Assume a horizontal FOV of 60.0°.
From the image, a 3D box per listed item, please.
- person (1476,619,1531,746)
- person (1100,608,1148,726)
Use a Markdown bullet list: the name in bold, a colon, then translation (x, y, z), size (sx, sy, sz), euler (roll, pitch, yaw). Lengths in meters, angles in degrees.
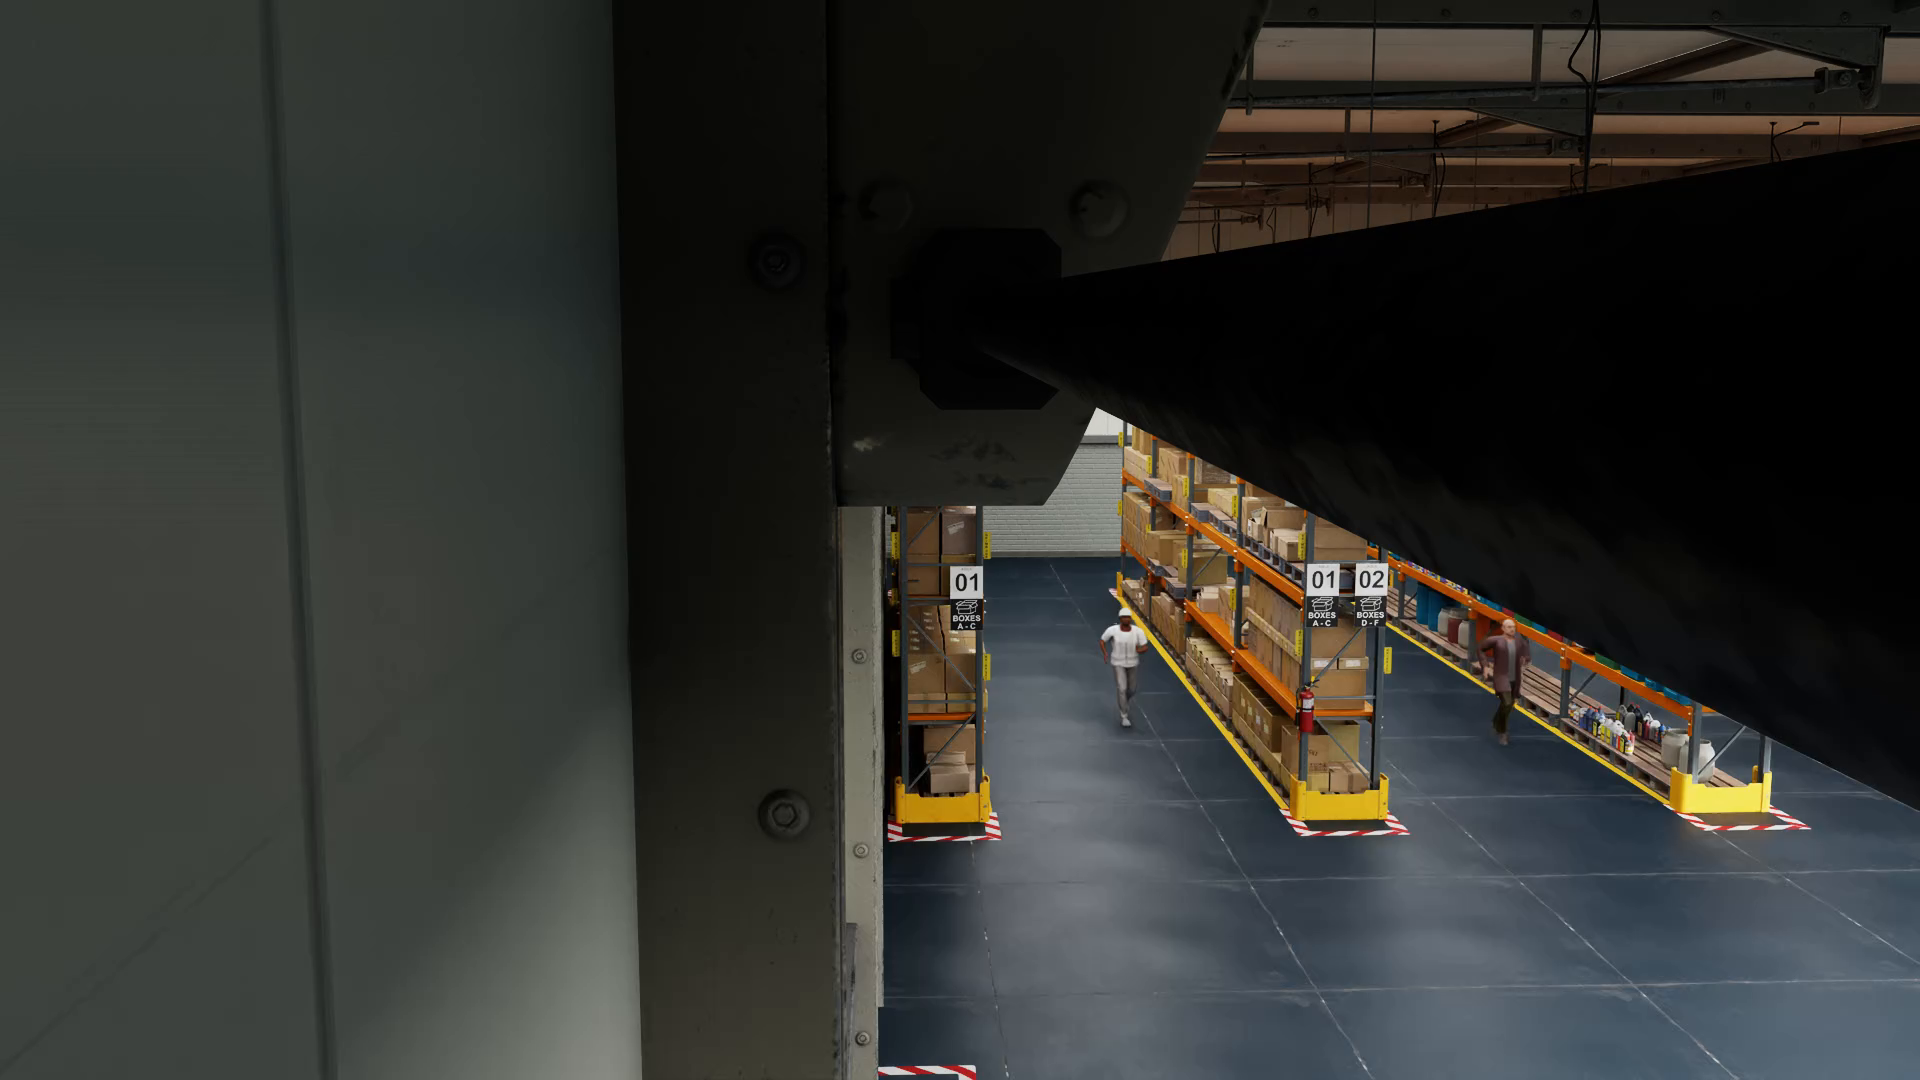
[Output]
- **person**: translation (7.956, 2.063, 24.234), size (0.675, 1.846, 0.829), euler (-2, 8, -13)
- **person**: translation (2.515, 1.899, 25.323), size (0.710, 1.747, 0.933), euler (-1, 8, -6)
